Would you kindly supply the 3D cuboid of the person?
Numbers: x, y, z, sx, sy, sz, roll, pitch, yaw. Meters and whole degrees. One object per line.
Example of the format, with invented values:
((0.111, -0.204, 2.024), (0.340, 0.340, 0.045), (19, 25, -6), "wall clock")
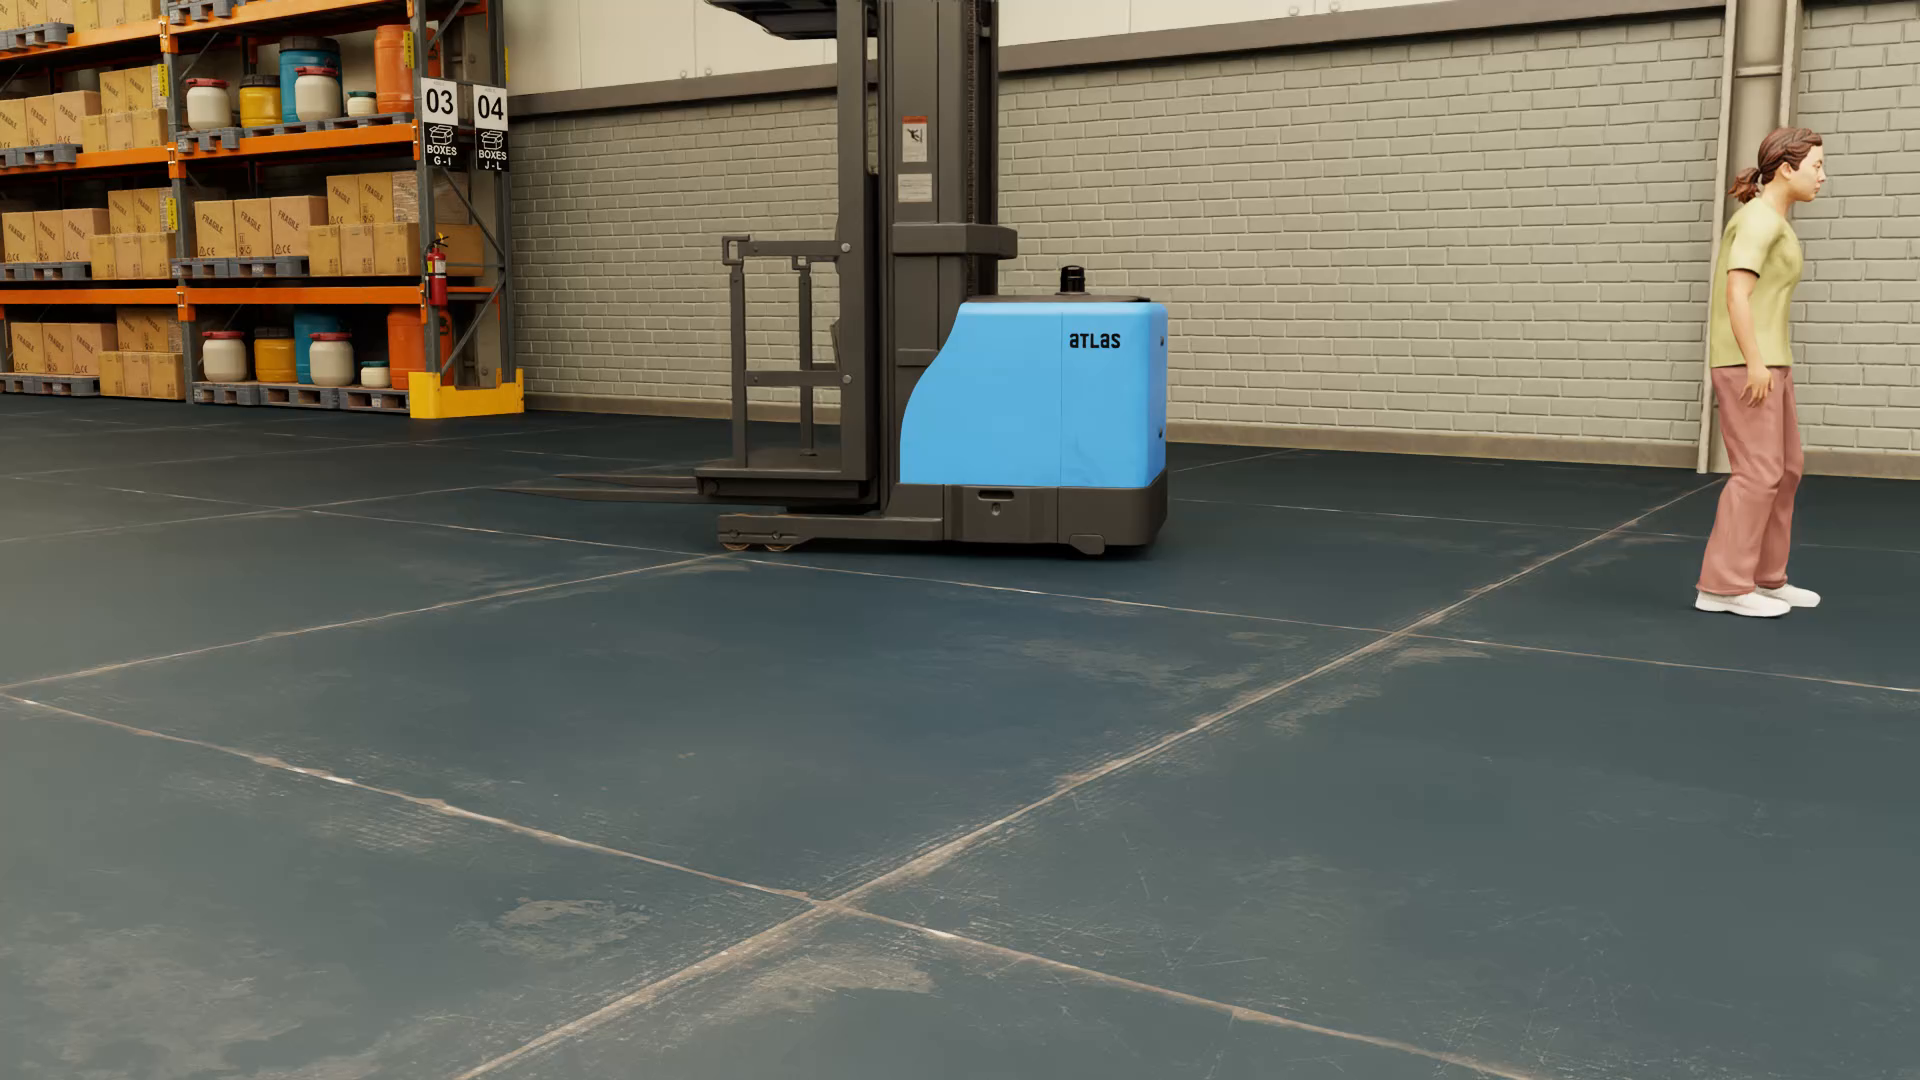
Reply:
((2.813, -0.580, 5.781), (0.391, 1.677, 0.515), (5, 10, 32), "person")

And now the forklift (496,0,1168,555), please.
((-0.596, -1.469, 7.520), (3.031, 2.935, 1.130), (2, 8, 12), "forklift")
